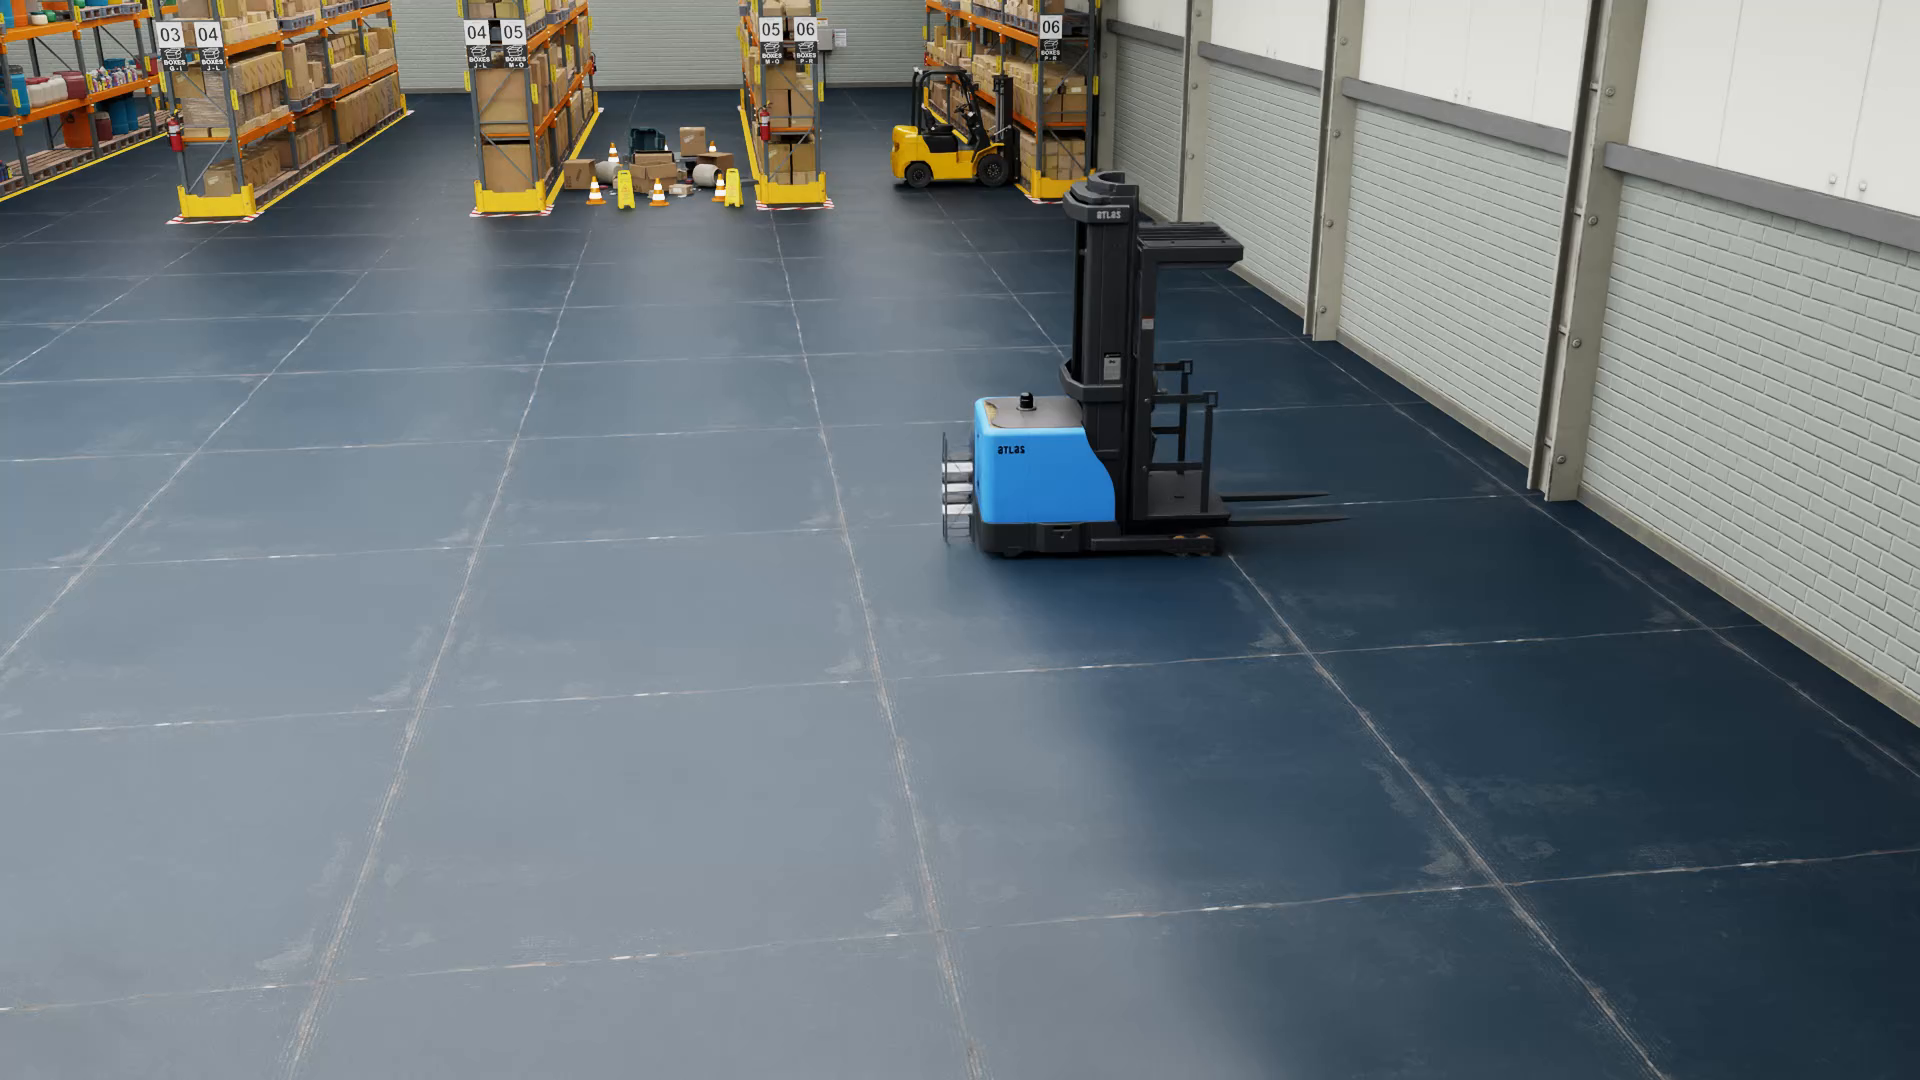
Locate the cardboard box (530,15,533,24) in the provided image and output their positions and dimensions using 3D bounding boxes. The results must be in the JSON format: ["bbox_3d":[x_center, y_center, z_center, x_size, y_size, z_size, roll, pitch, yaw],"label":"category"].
[{"bbox_3d":[-7.735,-9.160,29.282,0.380,0.149,0.250,-3,21,-7],"label":"cardboard box"}]

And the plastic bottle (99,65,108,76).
[{"bbox_3d":[-19.711,-10.746,38.270,0.144,0.351,0.185,-3,21,-8],"label":"plastic bottle"}]

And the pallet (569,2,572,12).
[{"bbox_3d":[-9.487,-12.125,37.874,1.213,0.211,1.003,-3,21,-8],"label":"pallet"}]

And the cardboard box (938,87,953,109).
[{"bbox_3d":[-0.176,-11.459,43.082,0.700,0.500,0.500,-4,21,-10],"label":"cardboard box"}]

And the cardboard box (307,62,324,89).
[{"bbox_3d":[-13.672,-9.656,34.539,0.700,0.500,0.500,0,20,0],"label":"cardboard box"}]

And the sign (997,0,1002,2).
[{"bbox_3d":[0.790,-10.916,33.181,0.100,0.325,0.005,-3,21,-8],"label":"sign"}]

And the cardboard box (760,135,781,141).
[{"bbox_3d":[-3.502,-7.467,30.753,0.380,0.149,0.250,-2,21,-6],"label":"cardboard box"}]

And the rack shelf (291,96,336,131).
[{"bbox_3d":[-13.681,-8.756,33.901,1.077,0.370,4.000,-3,21,-8],"label":"rack shelf"}]

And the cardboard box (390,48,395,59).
[{"bbox_3d":[-14.790,-12.470,42.606,0.500,0.250,0.500,-3,21,-9],"label":"cardboard box"}]

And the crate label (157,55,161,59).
[{"bbox_3d":[-20.314,-12.153,42.122,0.416,0.233,0.303,-3,21,-8],"label":"crate label"}]

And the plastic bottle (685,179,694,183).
[{"bbox_3d":[-5.256,-6.983,32.324,0.133,0.061,0.283,1,20,2],"label":"plastic bottle"}]

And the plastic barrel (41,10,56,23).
[{"bbox_3d":[-18.784,-10.785,34.241,0.294,0.245,0.294,0,20,0],"label":"plastic barrel"}]

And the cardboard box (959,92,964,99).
[{"bbox_3d":[0.177,-10.751,40.260,0.380,0.149,0.250,-3,21,-8],"label":"cardboard box"}]

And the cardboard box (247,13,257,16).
[{"bbox_3d":[-12.960,-9.458,30.108,0.380,0.149,0.250,-2,21,-6],"label":"cardboard box"}]

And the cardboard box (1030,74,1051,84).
[{"bbox_3d":[1.511,-8.544,30.809,0.380,0.149,0.250,-2,21,-7],"label":"cardboard box"}]

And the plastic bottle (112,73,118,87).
[{"bbox_3d":[-18.814,-10.240,37.013,0.061,0.283,0.133,-3,21,-8],"label":"plastic bottle"}]

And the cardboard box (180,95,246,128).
[{"bbox_3d":[-12.868,-7.394,28.657,0.875,0.500,0.500,-3,21,-8],"label":"cardboard box"}]

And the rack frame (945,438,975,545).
[{"bbox_3d":[-0.002,-0.389,13.471,0.240,0.900,0.006,-2,21,-5],"label":"rack frame"}]

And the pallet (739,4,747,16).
[{"bbox_3d":[-4.308,-11.822,37.066,1.213,0.211,1.003,-2,21,-5],"label":"pallet"}]

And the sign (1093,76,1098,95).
[{"bbox_3d":[2.452,-8.236,30.129,0.100,0.325,0.005,-3,21,-8],"label":"sign"}]

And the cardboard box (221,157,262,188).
[{"bbox_3d":[-13.081,-6.682,30.291,0.500,0.500,0.500,-1,21,-3],"label":"cardboard box"}]

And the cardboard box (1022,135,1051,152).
[{"bbox_3d":[1.447,-7.465,31.315,0.500,0.250,0.500,-3,21,-7],"label":"cardboard box"}]

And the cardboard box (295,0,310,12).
[{"bbox_3d":[-13.512,-10.970,33.656,0.500,0.500,0.500,-3,21,-7],"label":"cardboard box"}]

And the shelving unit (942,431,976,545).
[{"bbox_3d":[-0.011,-0.425,13.566,0.258,0.900,0.210,-2,21,-5],"label":"shelving unit"}]

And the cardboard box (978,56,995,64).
[{"bbox_3d":[0.605,-10.583,36.693,0.380,0.149,0.250,-2,21,-6],"label":"cardboard box"}]

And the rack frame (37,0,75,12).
[{"bbox_3d":[-18.870,-12.346,33.911,1.000,3.000,0.127,-3,21,-8],"label":"rack frame"}]

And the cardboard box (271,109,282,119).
[{"bbox_3d":[-12.921,-7.966,31.116,0.380,0.149,0.250,-3,21,-8],"label":"cardboard box"}]

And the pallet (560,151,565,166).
[{"bbox_3d":[-8.835,-7.996,34.824,1.003,0.211,1.213,-3,21,-8],"label":"pallet"}]

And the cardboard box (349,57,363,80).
[{"bbox_3d":[-14.144,-10.898,38.464,0.500,0.500,0.500,-2,21,-6],"label":"cardboard box"}]

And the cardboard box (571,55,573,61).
[{"bbox_3d":[-9.298,-11.299,39.015,0.380,0.149,0.250,-2,21,-5],"label":"cardboard box"}]

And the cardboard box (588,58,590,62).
[{"bbox_3d":[-9.873,-12.554,43.402,0.380,0.149,0.250,-3,21,-8],"label":"cardboard box"}]

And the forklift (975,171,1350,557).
[{"bbox_3d":[1.649,-1.423,13.338,3.031,2.935,1.130,-1,21,-4],"label":"forklift"}]

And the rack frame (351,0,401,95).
[{"bbox_3d":[-15.122,-12.556,43.046,1.000,3.000,0.127,-3,21,-8],"label":"rack frame"}]

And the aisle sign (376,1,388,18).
[{"bbox_3d":[-14.836,-13.813,42.698,0.394,0.787,0.004,-3,21,-8],"label":"aisle sign"}]

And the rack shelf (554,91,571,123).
[{"bbox_3d":[-8.758,-8.971,34.477,1.077,0.370,4.000,-3,21,-8],"label":"rack shelf"}]

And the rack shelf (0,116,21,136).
[{"bbox_3d":[-18.005,-7.121,29.524,1.077,0.370,4.000,-3,21,-8],"label":"rack shelf"}]

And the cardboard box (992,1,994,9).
[{"bbox_3d":[0.866,-11.049,34.340,0.380,0.149,0.250,-3,21,-8],"label":"cardboard box"}]

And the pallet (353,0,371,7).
[{"bbox_3d":[-14.653,-12.818,39.588,1.003,0.211,1.213,-3,21,-8],"label":"pallet"}]

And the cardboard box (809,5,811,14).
[{"bbox_3d":[-2.848,-9.577,30.003,0.380,0.149,0.250,-3,21,-8],"label":"cardboard box"}]

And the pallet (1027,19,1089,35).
[{"bbox_3d":[1.826,-9.377,30.375,1.003,0.211,1.213,-3,21,-8],"label":"pallet"}]

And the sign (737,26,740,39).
[{"bbox_3d":[-5.866,-13.472,44.149,0.100,0.325,0.005,-3,21,-8],"label":"sign"}]

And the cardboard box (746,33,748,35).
[{"bbox_3d":[-4.709,-11.492,38.625,0.500,0.500,0.500,-3,21,-9],"label":"cardboard box"}]

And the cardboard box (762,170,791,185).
[{"bbox_3d":[-3.396,-6.699,30.695,0.500,0.250,0.500,-3,21,-8],"label":"cardboard box"}]

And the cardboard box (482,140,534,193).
[{"bbox_3d":[-8.056,-6.664,29.707,0.875,0.875,0.875,-3,21,-7],"label":"cardboard box"}]

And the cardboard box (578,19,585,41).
[{"bbox_3d":[-9.651,-12.741,41.546,0.500,0.500,0.500,-4,21,-10],"label":"cardboard box"}]

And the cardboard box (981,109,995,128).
[{"bbox_3d":[0.927,-9.179,36.799,0.875,0.625,0.625,-2,21,-6],"label":"cardboard box"}]

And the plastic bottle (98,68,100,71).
[{"bbox_3d":[-19.816,-10.718,38.292,0.061,0.283,0.133,-3,21,-8],"label":"plastic bottle"}]

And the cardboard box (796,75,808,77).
[{"bbox_3d":[-3.195,-8.768,32.336,0.500,0.500,0.500,-2,21,-6],"label":"cardboard box"}]

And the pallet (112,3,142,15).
[{"bbox_3d":[-19.237,-11.971,37.463,1.213,0.211,1.003,-3,21,-8],"label":"pallet"}]

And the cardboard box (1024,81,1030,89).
[{"bbox_3d":[1.422,-8.580,31.332,0.380,0.149,0.250,-4,21,-10],"label":"cardboard box"}]
